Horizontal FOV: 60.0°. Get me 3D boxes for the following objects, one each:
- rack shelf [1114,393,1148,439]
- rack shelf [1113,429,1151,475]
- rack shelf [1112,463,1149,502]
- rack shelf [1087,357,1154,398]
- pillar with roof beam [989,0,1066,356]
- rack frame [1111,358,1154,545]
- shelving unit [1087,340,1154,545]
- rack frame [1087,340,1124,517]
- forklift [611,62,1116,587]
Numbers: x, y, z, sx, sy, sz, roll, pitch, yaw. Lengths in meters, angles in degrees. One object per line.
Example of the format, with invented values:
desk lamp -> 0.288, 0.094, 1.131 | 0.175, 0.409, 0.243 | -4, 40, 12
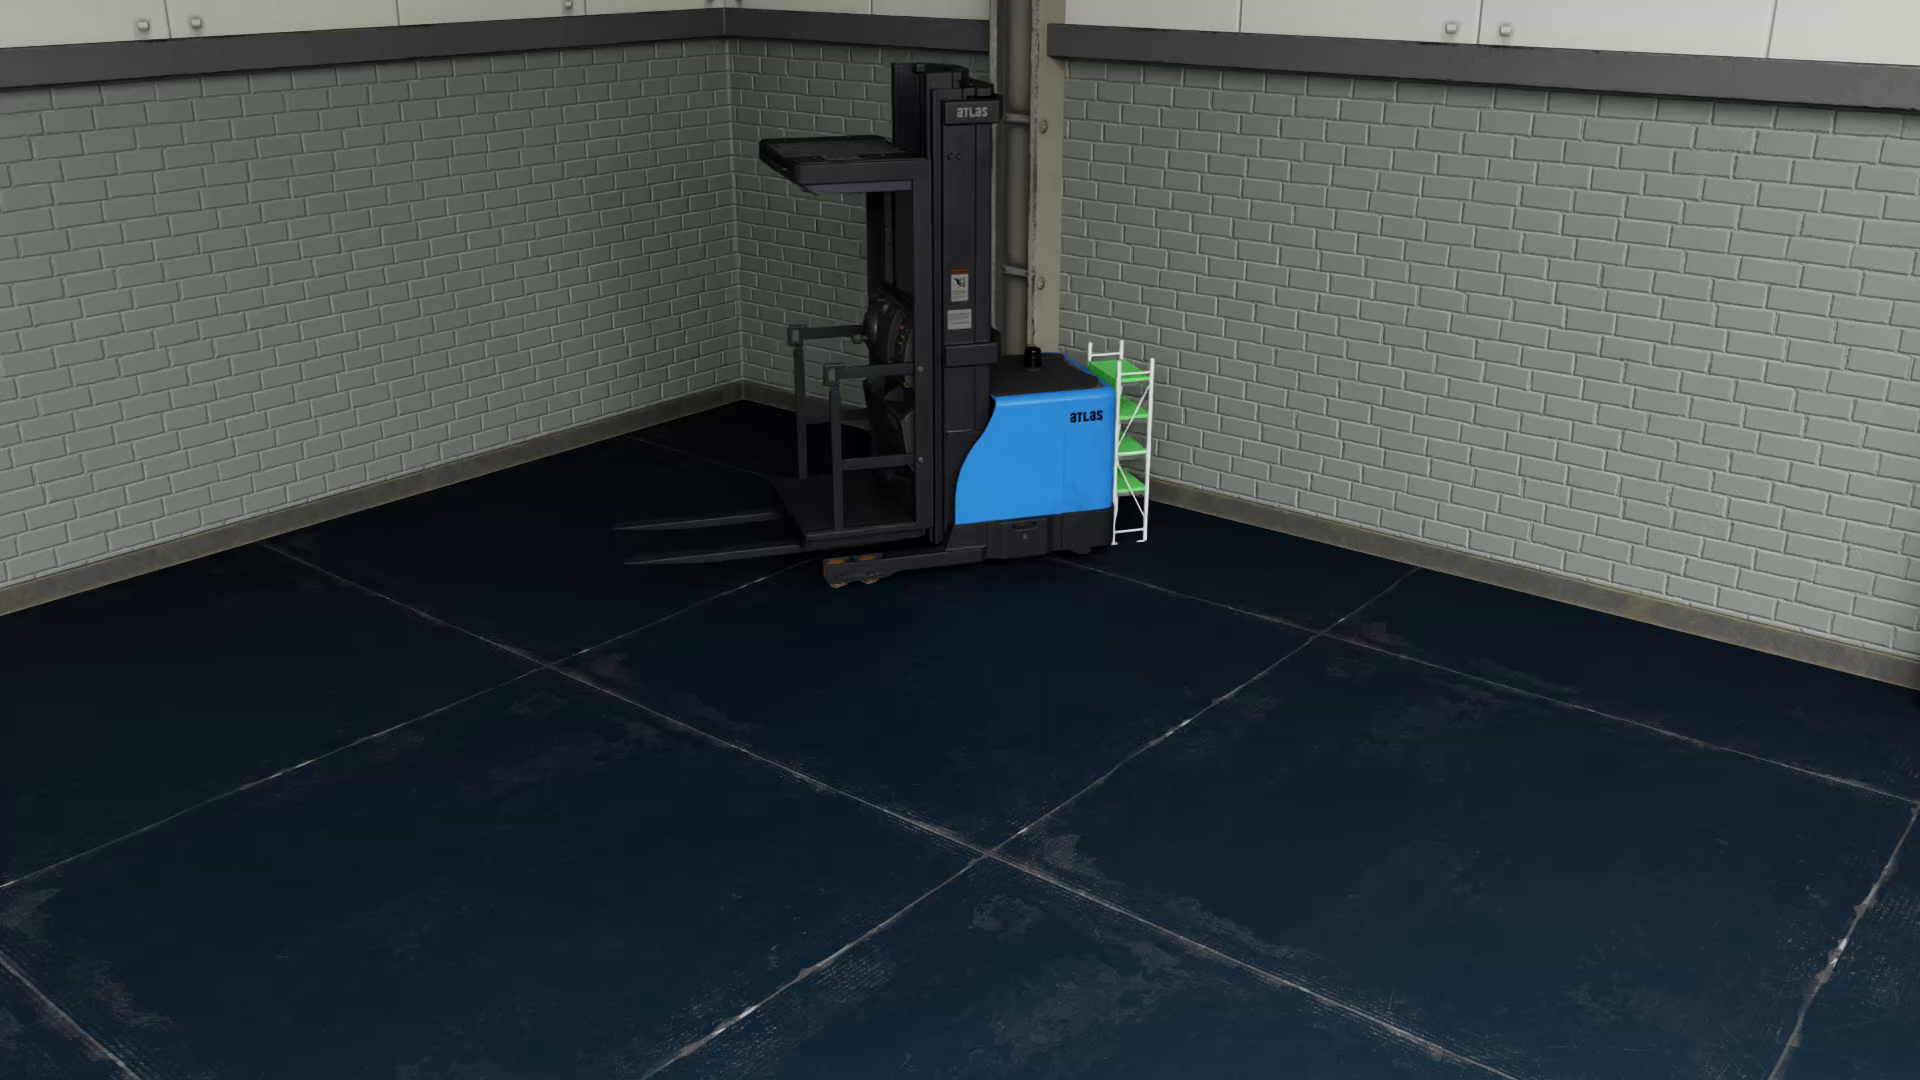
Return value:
rack shelf -> 1.007, -0.791, 10.566 | 0.258, 0.148, 0.480 | -6, 22, -16
rack shelf -> 1.007, -0.567, 10.651 | 0.258, 0.148, 0.480 | -6, 22, -16
rack shelf -> 1.006, -0.342, 10.736 | 0.258, 0.148, 0.480 | -6, 22, -16
rack shelf -> 1.007, -1.016, 10.482 | 0.258, 0.148, 0.480 | -6, 22, -16
pillar with roof beam -> -2.284, -3.504, 7.206 | 0.400, 9.000, 9.100 | 16, 26, 36
rack frame -> 1.079, -0.544, 10.410 | 0.240, 1.200, 0.015 | -6, 22, -16
shelving unit -> 1.007, -0.626, 10.629 | 0.258, 1.200, 0.503 | -6, 22, -16
rack frame -> 0.934, -0.709, 10.847 | 0.240, 1.200, 0.015 | -6, 22, -16
forklift -> -0.612, -1.297, 9.954 | 3.031, 2.935, 1.130 | -6, 22, -16
